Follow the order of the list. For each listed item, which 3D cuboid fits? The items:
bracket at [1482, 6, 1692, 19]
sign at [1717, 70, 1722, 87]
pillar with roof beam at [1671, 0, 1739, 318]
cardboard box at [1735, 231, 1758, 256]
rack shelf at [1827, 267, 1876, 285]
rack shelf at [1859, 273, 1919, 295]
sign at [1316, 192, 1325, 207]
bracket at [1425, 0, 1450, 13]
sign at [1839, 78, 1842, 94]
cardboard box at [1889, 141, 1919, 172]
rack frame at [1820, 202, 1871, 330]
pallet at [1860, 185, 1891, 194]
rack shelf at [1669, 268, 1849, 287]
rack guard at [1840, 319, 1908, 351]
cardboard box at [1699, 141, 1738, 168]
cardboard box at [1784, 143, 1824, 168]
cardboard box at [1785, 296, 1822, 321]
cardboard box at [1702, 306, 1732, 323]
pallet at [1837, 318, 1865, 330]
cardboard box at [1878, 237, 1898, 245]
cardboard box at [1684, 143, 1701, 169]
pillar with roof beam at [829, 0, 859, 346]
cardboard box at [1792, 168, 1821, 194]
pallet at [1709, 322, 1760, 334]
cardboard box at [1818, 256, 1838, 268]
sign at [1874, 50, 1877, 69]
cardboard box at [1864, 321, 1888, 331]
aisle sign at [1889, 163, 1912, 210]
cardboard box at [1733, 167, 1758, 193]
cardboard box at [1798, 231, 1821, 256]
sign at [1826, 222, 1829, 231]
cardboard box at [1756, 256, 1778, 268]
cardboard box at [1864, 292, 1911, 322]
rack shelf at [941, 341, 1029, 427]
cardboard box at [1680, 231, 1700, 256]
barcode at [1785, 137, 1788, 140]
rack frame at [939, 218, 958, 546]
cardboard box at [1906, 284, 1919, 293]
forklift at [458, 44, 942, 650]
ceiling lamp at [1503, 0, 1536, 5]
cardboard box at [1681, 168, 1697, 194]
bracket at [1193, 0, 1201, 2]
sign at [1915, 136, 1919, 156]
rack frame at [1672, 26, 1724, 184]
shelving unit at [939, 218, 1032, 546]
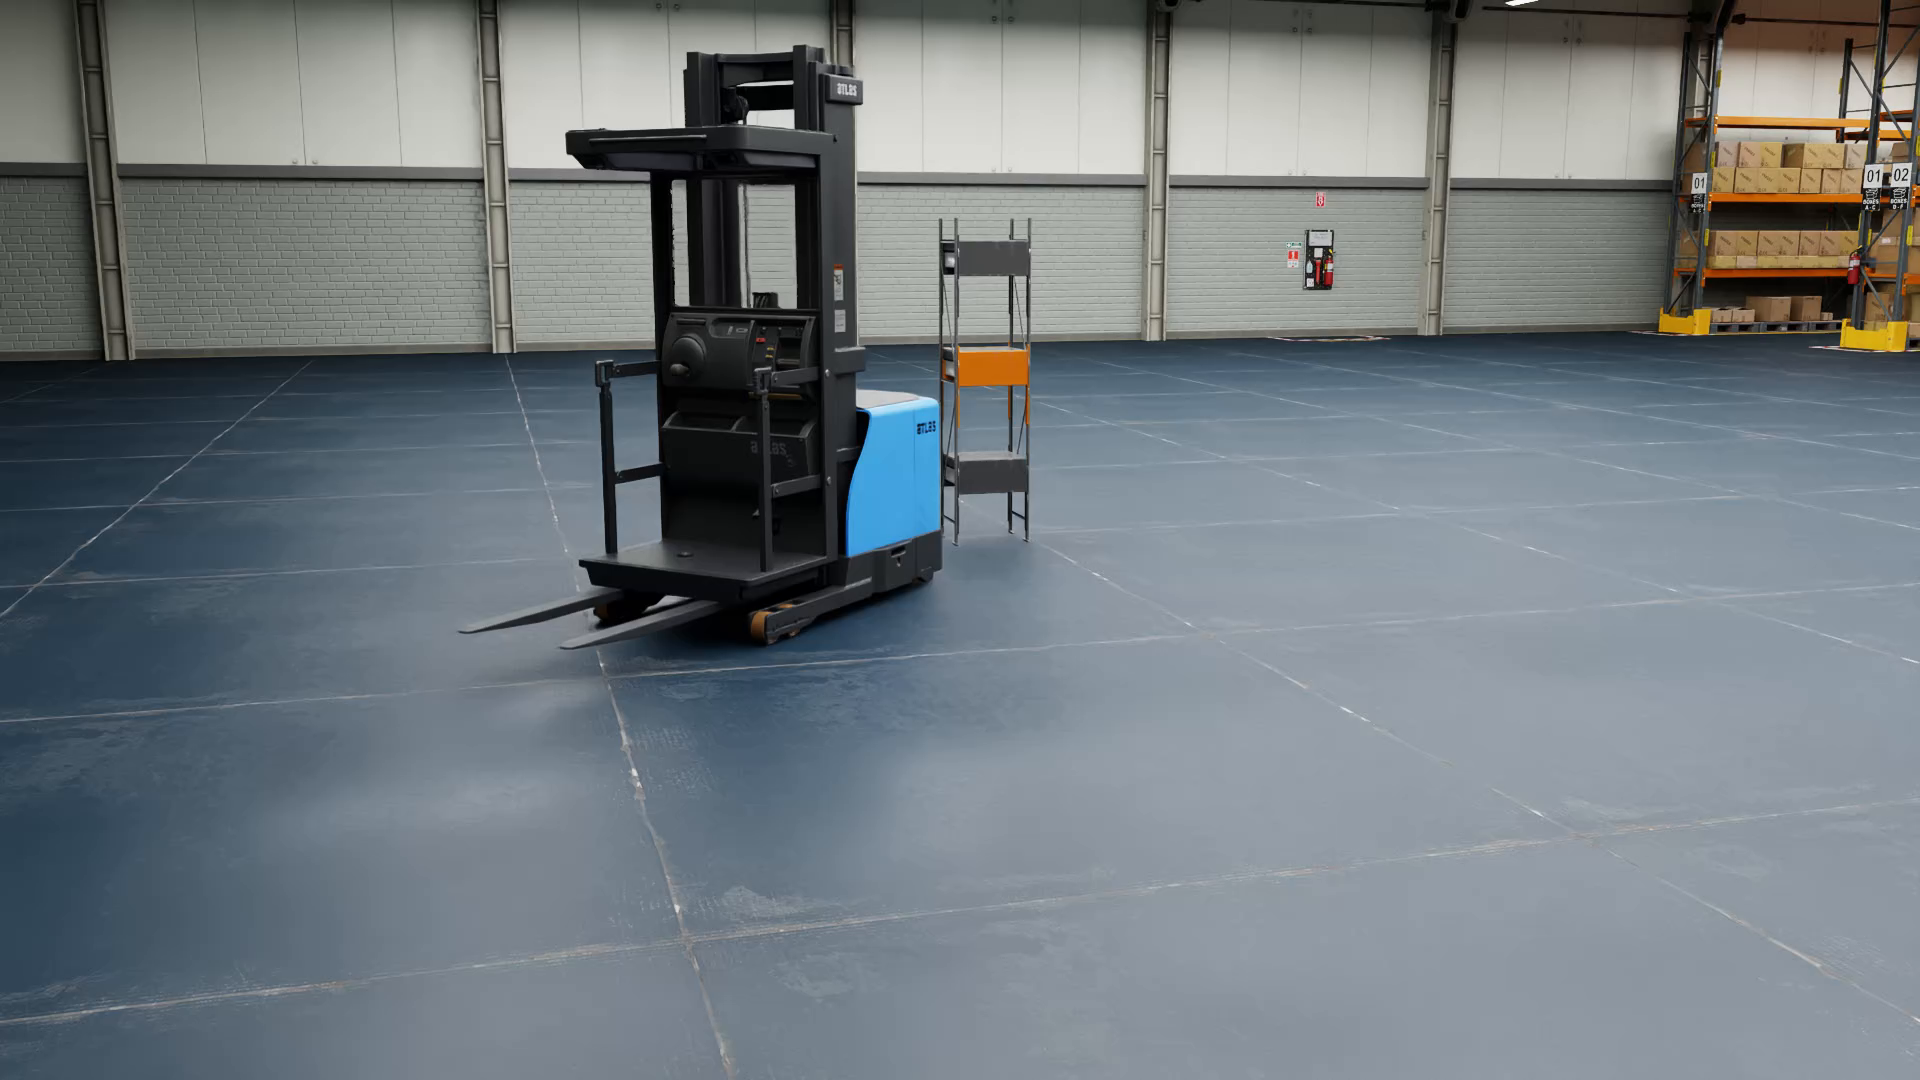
[{"bbox_3d":[12.433,-10.420,32.854,4.783,0.066,0.076,-3,11,-16],"label":"bracket"},{"bbox_3d":[14.943,-9.082,32.728,0.005,0.325,0.100,-3,11,-16],"label":"sign"},{"bbox_3d":[16.425,-8.116,30.277,0.548,9.000,9.100,-3,11,-16],"label":"pillar with roof beam"},{"bbox_3d":[15.811,-6.028,33.793,0.500,0.500,0.500,-3,11,-16],"label":"cardboard box"},{"bbox_3d":[20.552,-5.678,35.590,4.000,0.370,1.077,-3,11,-16],"label":"rack shelf"},{"bbox_3d":[18.100,-4.614,29.814,4.000,0.370,1.077,-3,11,-16],"label":"rack shelf"},{"bbox_3d":[7.042,-6.649,32.474,0.199,0.298,0.001,-3,11,-16],"label":"sign"},{"bbox_3d":[9.162,-10.248,31.917,0.430,0.232,0.235,-3,11,-16],"label":"bracket"},{"bbox_3d":[18.471,-9.514,34.856,0.005,0.325,0.100,-3,11,-16],"label":"sign"},{"bbox_3d":[16.733,-6.697,29.021,0.637,0.503,0.797,-2,11,-12],"label":"cardboard box"},{"bbox_3d":[18.632,-5.930,34.975,0.127,3.000,1.000,-3,11,-16],"label":"rack frame"},{"bbox_3d":[19.255,-7.326,34.790,1.003,0.211,1.213,-3,11,-16],"label":"pallet"},{"bbox_3d":[16.712,-5.475,34.491,4.000,0.370,1.077,-3,11,-16],"label":"rack shelf"},{"bbox_3d":[16.157,-3.636,29.419,0.348,0.500,1.175,-3,11,-16],"label":"rack guard"},{"bbox_3d":[15.229,-7.731,33.379,0.500,0.500,0.500,-4,11,-20],"label":"cardboard box"},{"bbox_3d":[17.205,-7.826,33.894,0.500,0.500,0.500,-3,11,-18],"label":"cardboard box"},{"bbox_3d":[17.647,-4.858,34.839,0.500,0.500,0.500,-4,11,-20],"label":"cardboard box"},{"bbox_3d":[15.481,-4.641,34.184,0.500,0.311,0.500,-4,11,-22],"label":"cardboard box"},{"bbox_3d":[19.379,-4.599,35.443,1.213,0.211,1.003,-3,11,-16],"label":"pallet"},{"bbox_3d":[16.493,-5.288,29.416,0.250,0.149,0.380,-3,11,-17],"label":"cardboard box"},{"bbox_3d":[15.132,-7.821,33.868,0.500,0.500,0.500,-3,11,-13],"label":"cardboard box"},{"bbox_3d":[-0.857,-7.205,25.329,0.548,9.000,9.100,-3,11,-16],"label":"pillar with roof beam"},{"bbox_3d":[17.206,-7.338,34.005,0.500,0.500,0.500,-3,11,-18],"label":"cardboard box"},{"bbox_3d":[15.654,-4.395,34.339,1.213,0.211,1.003,-3,11,-16],"label":"pallet"},{"bbox_3d":[17.781,-5.766,34.441,0.500,0.250,0.500,-3,11,-16],"label":"cardboard box"},{"bbox_3d":[16.042,-8.411,29.080,0.005,0.325,0.100,-3,11,-16],"label":"sign"},{"bbox_3d":[16.612,-3.800,29.836,0.500,0.250,0.500,-3,11,-16],"label":"cardboard box"},{"bbox_3d":[16.202,-6.089,28.656,0.004,0.787,0.394,-3,11,-16],"label":"aisle sign"},{"bbox_3d":[15.708,-7.257,33.563,0.500,0.500,0.500,-2,11,-12],"label":"cardboard box"},{"bbox_3d":[17.300,-6.108,34.226,0.500,0.500,0.500,-3,11,-18],"label":"cardboard box"},{"bbox_3d":[18.474,-6.596,35.393,0.005,0.325,0.100,-3,11,-16],"label":"sign"},{"bbox_3d":[16.334,-5.687,34.012,0.500,0.250,0.500,-3,11,-17],"label":"cardboard box"},{"bbox_3d":[16.611,-4.169,29.770,0.500,0.500,0.500,-3,11,-16],"label":"cardboard box"},{"bbox_3d":[0.159,-1.028,10.904,0.480,0.518,0.431,-3,11,-16],"label":"rack shelf"},{"bbox_3d":[15.185,-6.094,34.150,0.500,0.500,0.500,-3,11,-17],"label":"cardboard box"},{"bbox_3d":[17.177,-8.344,34.556,0.075,0.075,0.001,-3,11,-16],"label":"barcode"},{"bbox_3d":[-0.075,-1.029,10.835,0.015,2.100,0.400,-3,11,-16],"label":"rack frame"},{"bbox_3d":[20.255,-5.376,35.583,0.500,0.250,0.500,-3,11,-18],"label":"cardboard box"},{"bbox_3d":[-1.260,-1.018,8.482,1.130,2.935,3.031,6,12,29],"label":"forklift"},{"bbox_3d":[9.430,-10.494,27.074,0.800,3.185,2.000,-3,11,-16],"label":"ceiling lamp"},{"bbox_3d":[15.121,-7.327,33.947,0.500,0.500,0.500,-2,11,-12],"label":"cardboard box"},{"bbox_3d":[4.198,-9.986,30.496,0.430,0.232,0.235,-3,11,-16],"label":"bracket"},{"bbox_3d":[16.329,-6.714,28.315,0.005,0.325,0.100,-3,11,-16],"label":"sign"},{"bbox_3d":[14.792,-8.678,33.333,0.127,3.000,1.000,-3,11,-16],"label":"rack frame"},{"bbox_3d":[0.159,-1.041,10.902,0.503,2.100,0.431,-3,11,-16],"label":"shelving unit"}]
